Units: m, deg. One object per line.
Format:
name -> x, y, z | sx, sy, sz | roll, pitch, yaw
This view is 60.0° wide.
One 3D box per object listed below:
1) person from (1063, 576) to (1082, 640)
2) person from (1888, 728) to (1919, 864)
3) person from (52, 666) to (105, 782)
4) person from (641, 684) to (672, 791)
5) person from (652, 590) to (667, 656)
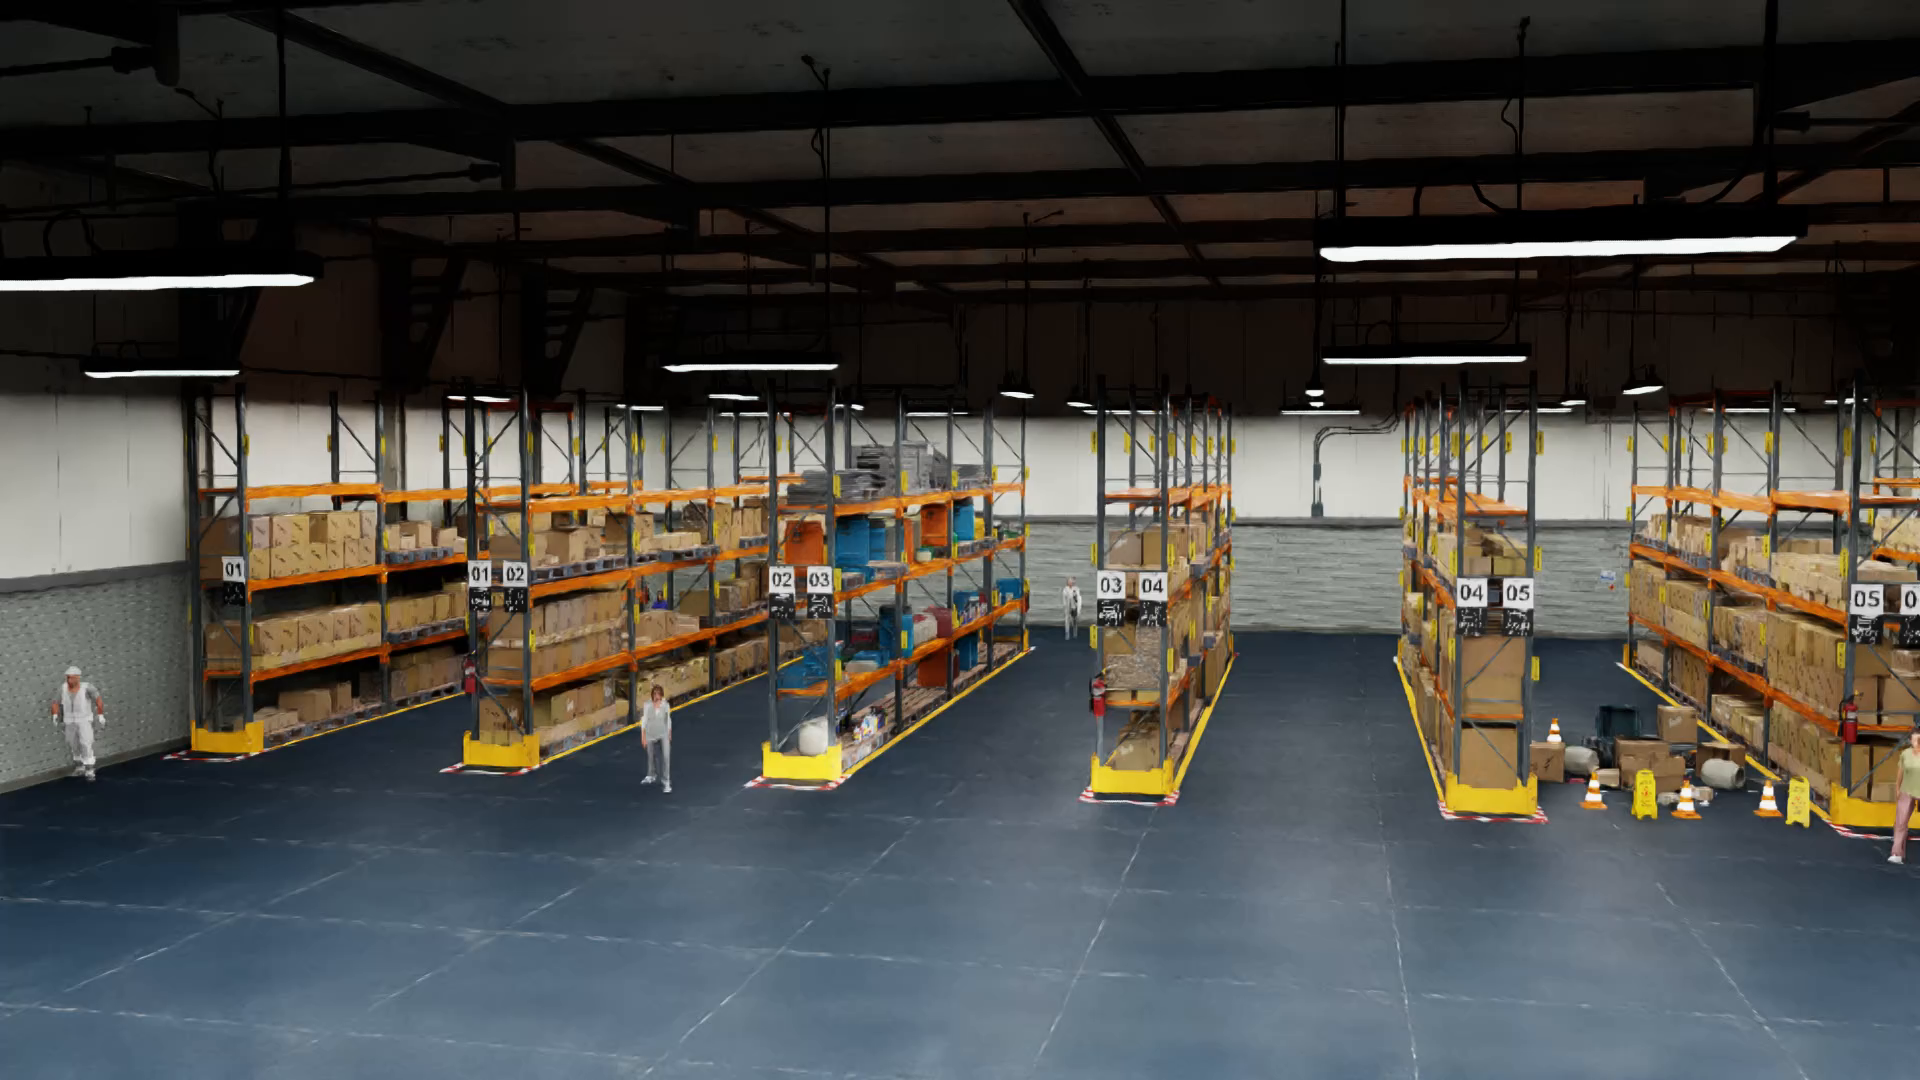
person -> 2.889, 1.733, 42.834 | 0.502, 1.624, 0.989 | 1, 3, 11
person -> 11.452, 3.051, 19.901 | 0.486, 1.620, 0.949 | 2, 4, 36
person -> -13.120, 2.715, 24.774 | 0.686, 1.716, 0.834 | 0, 3, -4
person -> -4.403, 2.852, 24.152 | 0.451, 1.529, 0.881 | -1, 3, -11
person -> -7.048, 1.952, 39.207 | 0.449, 1.571, 1.075 | 1, 3, 14
